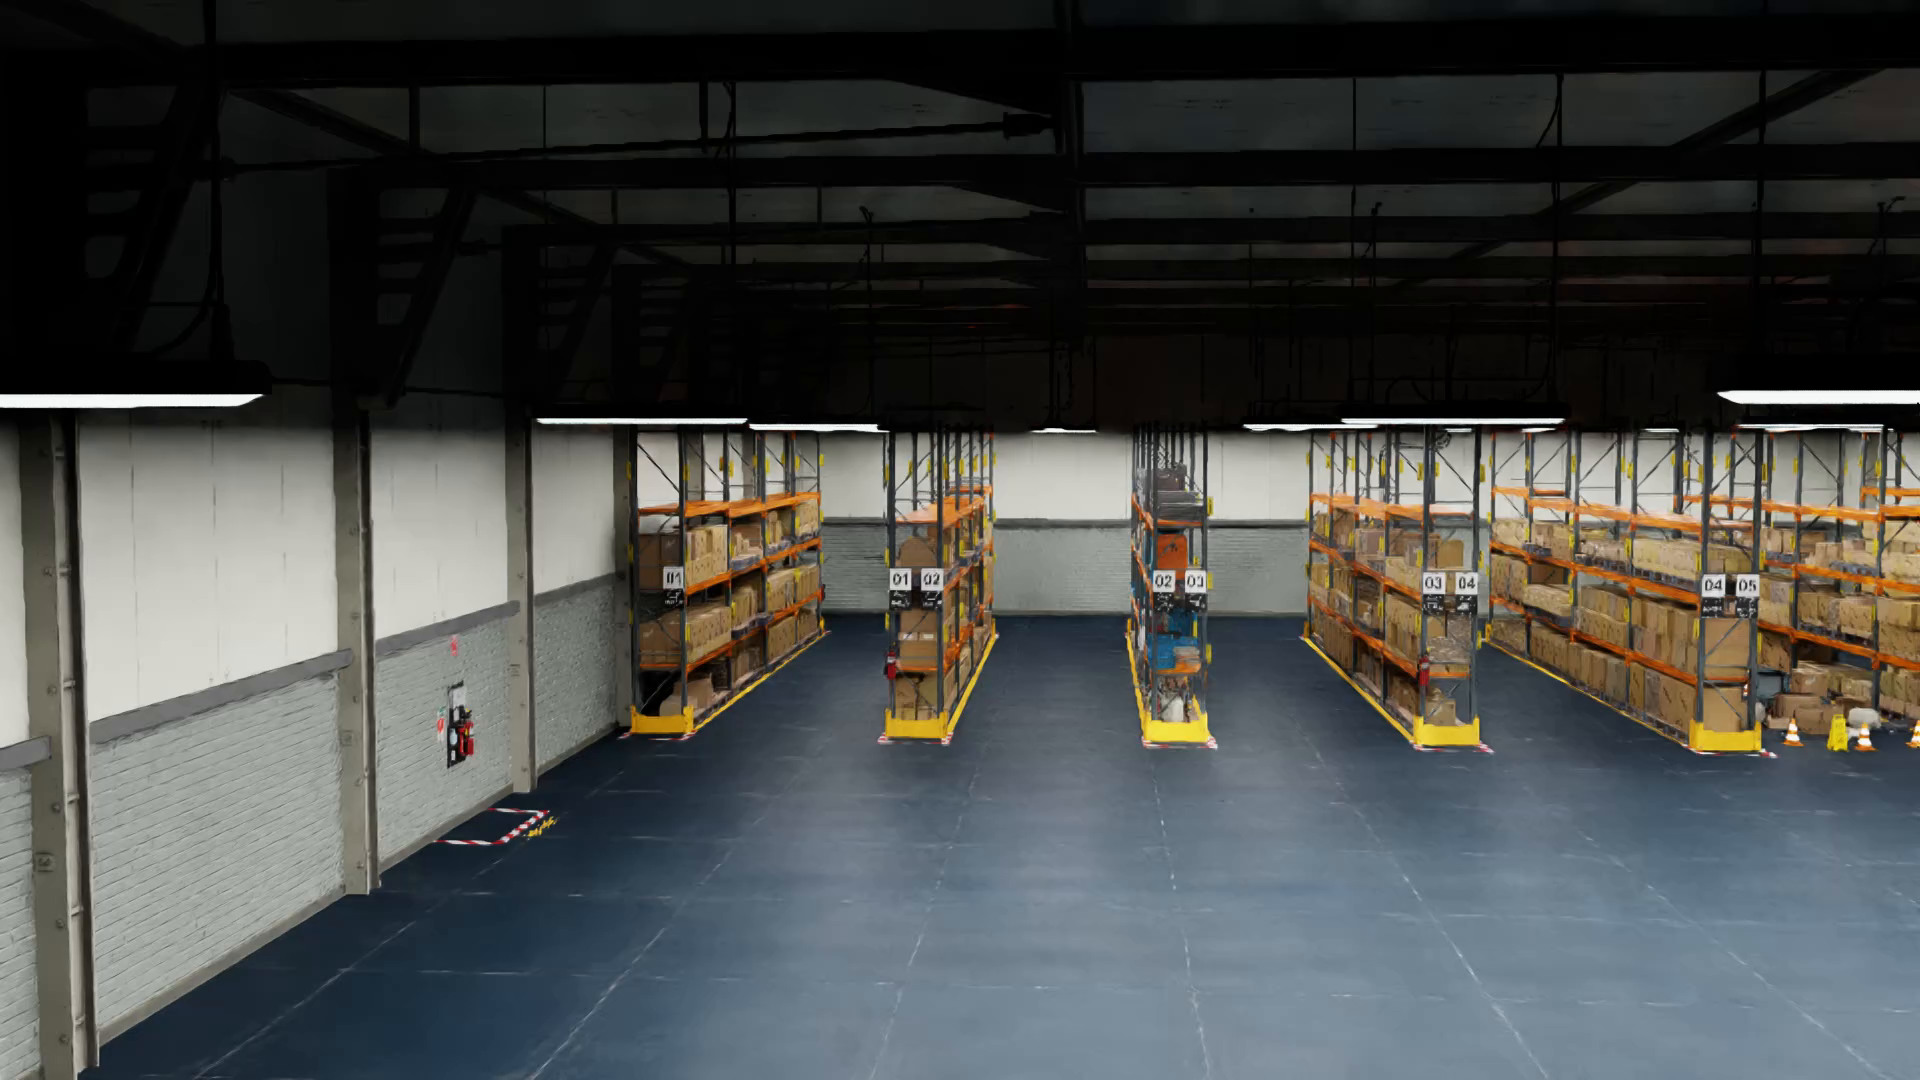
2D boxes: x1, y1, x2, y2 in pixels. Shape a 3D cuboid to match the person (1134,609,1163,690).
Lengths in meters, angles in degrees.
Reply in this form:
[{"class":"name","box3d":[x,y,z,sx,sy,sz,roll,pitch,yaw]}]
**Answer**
[{"class":"person","box3d":[4.116,2.370,36.168,0.571,1.749,0.683,-1,4,-14]}]
